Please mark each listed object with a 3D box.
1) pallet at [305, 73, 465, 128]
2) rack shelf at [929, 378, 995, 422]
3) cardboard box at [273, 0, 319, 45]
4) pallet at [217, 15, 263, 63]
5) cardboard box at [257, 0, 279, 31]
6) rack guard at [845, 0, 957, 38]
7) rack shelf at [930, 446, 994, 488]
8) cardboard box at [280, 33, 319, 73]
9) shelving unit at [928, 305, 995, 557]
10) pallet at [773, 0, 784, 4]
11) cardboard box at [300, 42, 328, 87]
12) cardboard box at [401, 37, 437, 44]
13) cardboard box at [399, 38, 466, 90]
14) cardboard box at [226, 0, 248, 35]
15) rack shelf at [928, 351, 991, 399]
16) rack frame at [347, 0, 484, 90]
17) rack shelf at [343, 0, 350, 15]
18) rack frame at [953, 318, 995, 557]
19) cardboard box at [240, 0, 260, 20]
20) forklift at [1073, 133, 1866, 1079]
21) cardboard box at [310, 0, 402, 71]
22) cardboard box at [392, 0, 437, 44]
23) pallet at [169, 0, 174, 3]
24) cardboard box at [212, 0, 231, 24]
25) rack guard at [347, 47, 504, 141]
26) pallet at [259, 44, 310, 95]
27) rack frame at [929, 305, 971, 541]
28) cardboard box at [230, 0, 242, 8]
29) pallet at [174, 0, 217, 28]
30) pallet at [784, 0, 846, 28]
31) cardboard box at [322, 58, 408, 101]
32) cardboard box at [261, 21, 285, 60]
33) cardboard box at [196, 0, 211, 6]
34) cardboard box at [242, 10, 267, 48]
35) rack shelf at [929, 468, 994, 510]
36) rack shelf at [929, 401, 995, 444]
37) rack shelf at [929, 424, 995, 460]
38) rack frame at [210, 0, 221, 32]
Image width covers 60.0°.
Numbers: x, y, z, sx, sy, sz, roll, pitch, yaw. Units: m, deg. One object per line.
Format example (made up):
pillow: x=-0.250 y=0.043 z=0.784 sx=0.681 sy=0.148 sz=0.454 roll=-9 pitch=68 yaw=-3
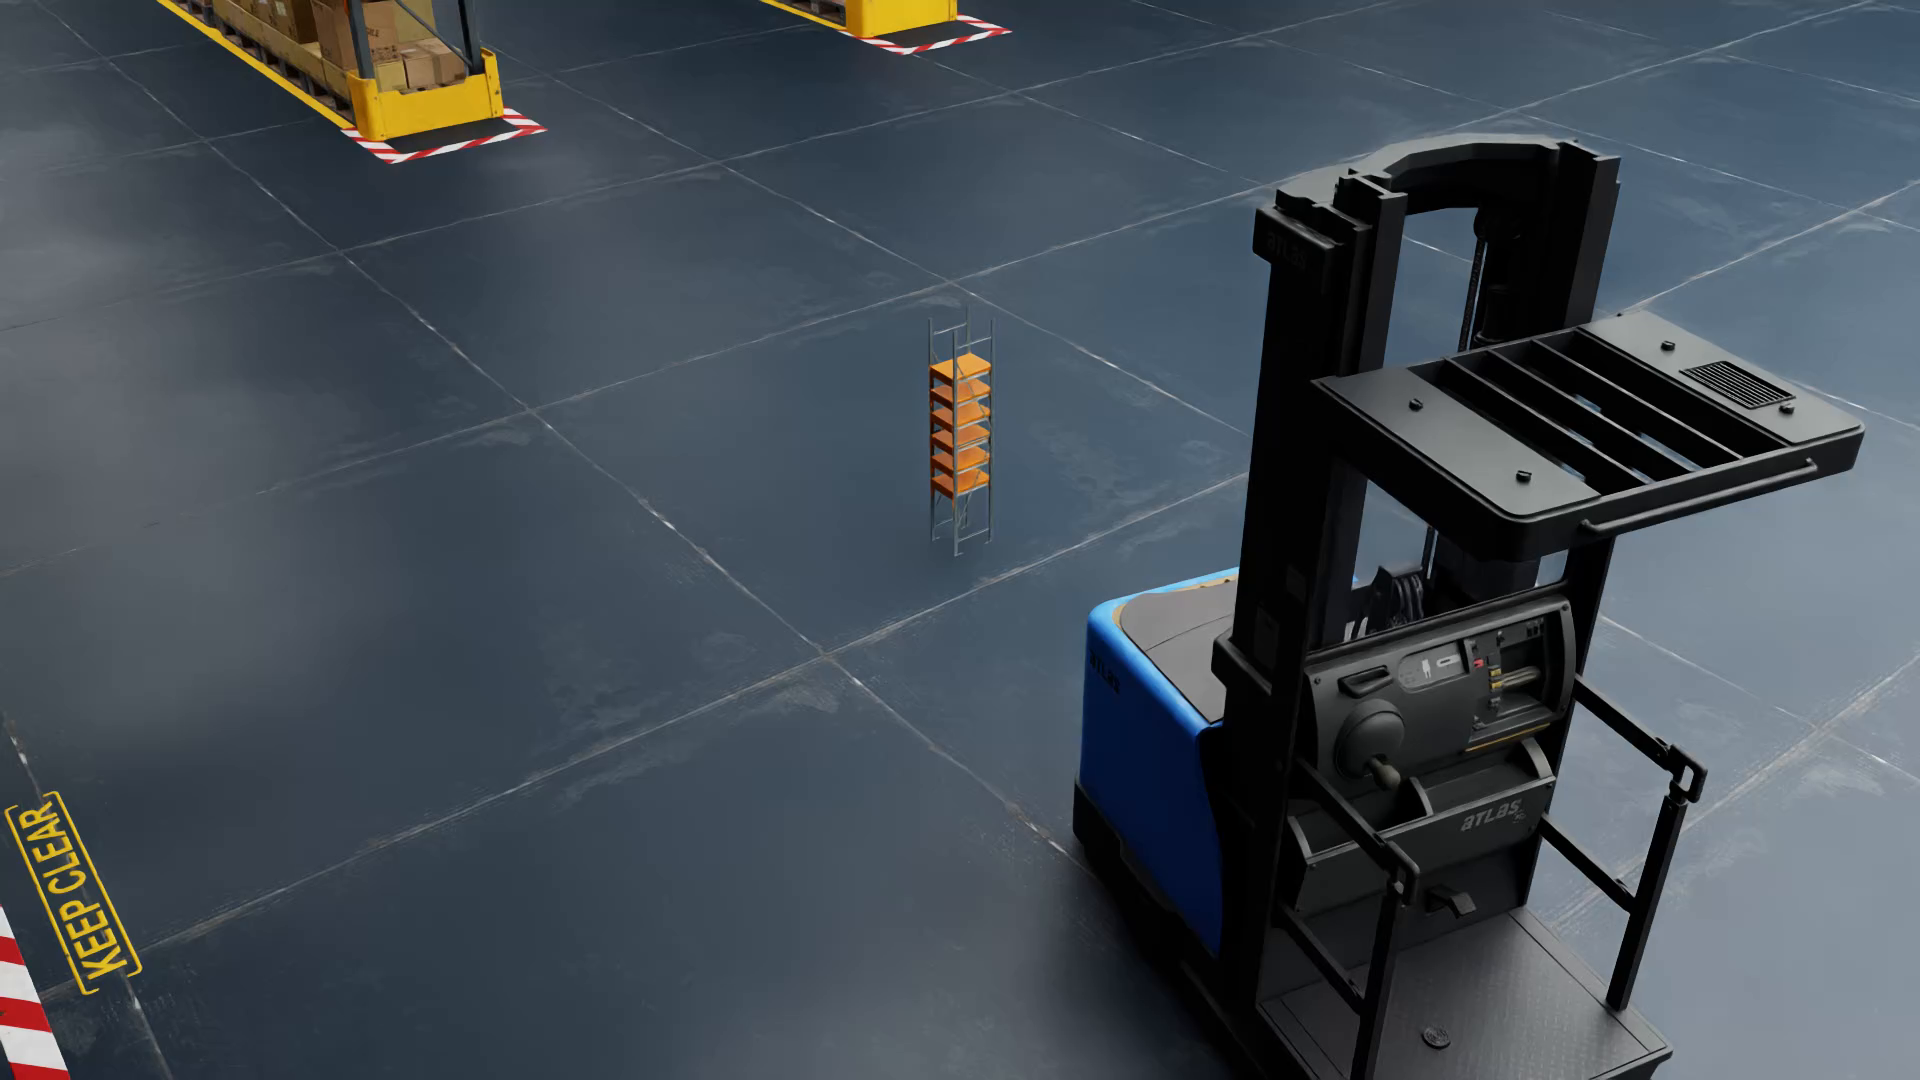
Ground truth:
pallet: x=-4.905 y=-3.871 z=14.283 sx=1.003 sy=0.211 sz=1.213 roll=-22 pitch=38 yaw=-31
rack shelf: x=0.009 y=-0.670 z=7.821 sx=0.258 sy=0.103 sz=0.180 roll=-22 pitch=38 yaw=-31
cardboard box: x=-5.591 y=-4.619 z=14.341 sx=0.500 sy=0.500 sz=0.500 roll=-22 pitch=38 yaw=-31
pallet: x=-6.401 y=-4.888 z=15.920 sx=1.003 sy=0.211 sz=1.213 roll=-22 pitch=38 yaw=-31
cardboard box: x=-5.897 y=-4.827 z=14.677 sx=0.500 sy=0.500 sz=0.500 roll=-22 pitch=38 yaw=-31
rack guard: x=-0.572 y=-5.306 z=16.319 sx=1.175 sy=0.500 sz=0.348 roll=-22 pitch=38 yaw=-31
rack shelf: x=0.009 y=-0.364 z=8.010 sx=0.258 sy=0.103 sz=0.180 roll=-22 pitch=38 yaw=-31
cardboard box: x=-5.589 y=-4.301 z=14.540 sx=0.500 sy=0.250 sz=0.500 roll=-22 pitch=38 yaw=-31
shelving unit: x=0.009 y=-0.504 z=7.924 sx=0.258 sy=1.200 sz=0.189 roll=-22 pitch=38 yaw=-31
pallet: x=-1.809 y=-6.032 z=17.762 sx=1.003 sy=0.211 sz=1.213 roll=-22 pitch=38 yaw=-31
cardboard box: x=-5.281 y=-4.093 z=14.205 sx=0.500 sy=0.250 sz=0.500 roll=-22 pitch=38 yaw=-31
cardboard box: x=-4.865 y=-4.263 z=14.480 sx=0.500 sy=0.250 sz=0.500 roll=-22 pitch=38 yaw=-31
cardboard box: x=-4.556 y=-4.056 z=14.146 sx=0.500 sy=0.250 sz=0.500 roll=-22 pitch=38 yaw=-31
cardboard box: x=-6.508 y=-4.926 z=15.547 sx=0.500 sy=0.250 sz=0.500 roll=-22 pitch=38 yaw=-31
rack shelf: x=0.009 y=-0.772 z=7.757 sx=0.258 sy=0.103 sz=0.180 roll=-22 pitch=38 yaw=-31
rack frame: x=-4.403 y=-4.750 z=13.056 sx=1.000 sy=3.000 sz=0.127 roll=-22 pitch=38 yaw=-31
rack shelf: x=-5.629 y=-5.278 z=14.587 sx=1.077 sy=0.370 sz=4.000 roll=-22 pitch=38 yaw=-31
rack frame: x=0.065 y=-0.466 z=7.862 sx=0.240 sy=1.200 sz=0.006 roll=-22 pitch=38 yaw=-31
cardboard box: x=-6.205 y=-5.035 z=15.011 sx=0.500 sy=0.500 sz=0.500 roll=-22 pitch=38 yaw=-31
forklift: x=1.498 y=0.500 z=4.667 sx=1.130 sy=2.935 sz=3.031 roll=-13 pitch=34 yaw=-21
cardboard box: x=-4.967 y=-4.207 z=13.677 sx=0.500 sy=0.500 sz=0.500 roll=-22 pitch=38 yaw=-31
cardboard box: x=-4.864 y=-4.583 z=14.283 sx=0.500 sy=0.500 sz=0.500 roll=-22 pitch=38 yaw=-31
pallet: x=-8.091 y=-6.036 z=17.769 sx=1.003 sy=0.211 sz=1.213 roll=-22 pitch=38 yaw=-31
cardboard box: x=-6.811 y=-5.136 z=15.885 sx=0.500 sy=0.250 sz=0.500 roll=-22 pitch=38 yaw=-31
rack guard: x=-4.388 y=-3.679 z=13.699 sx=1.175 sy=0.500 sz=0.348 roll=-22 pitch=38 yaw=-31
pallet: x=-5.649 y=-4.379 z=15.101 sx=1.003 sy=0.211 sz=1.213 roll=-22 pitch=38 yaw=-31
rack frame: x=-0.047 y=-0.542 z=7.985 sx=0.240 sy=1.200 sz=0.006 roll=-22 pitch=38 yaw=-31
cardboard box: x=-6.506 y=-5.246 z=15.351 sx=0.500 sy=0.500 sz=0.500 roll=-22 pitch=38 yaw=-31
pallet: x=-7.338 y=-5.527 z=16.949 sx=1.003 sy=0.211 sz=1.213 roll=-22 pitch=38 yaw=-31
pallet: x=-1.065 y=-5.524 z=16.943 sx=1.003 sy=0.211 sz=1.213 roll=-22 pitch=38 yaw=-31
cardboard box: x=-4.965 y=-3.889 z=13.876 sx=0.500 sy=0.250 sz=0.500 roll=-22 pitch=38 yaw=-31
cardboard box: x=-5.894 y=-4.510 z=14.876 sx=0.500 sy=0.250 sz=0.500 roll=-22 pitch=38 yaw=-31
cardboard box: x=-7.339 y=-5.507 z=16.482 sx=0.500 sy=0.250 sz=0.500 roll=-23 pitch=38 yaw=-32
cardboard box: x=-6.206 y=-4.716 z=15.209 sx=0.500 sy=0.250 sz=0.500 roll=-22 pitch=38 yaw=-31
rack shelf: x=0.009 y=-0.262 z=8.074 sx=0.258 sy=0.103 sz=0.180 roll=-22 pitch=38 yaw=-31
rack shelf: x=0.009 y=-0.568 z=7.884 sx=0.258 sy=0.103 sz=0.180 roll=-22 pitch=38 yaw=-31
rack shelf: x=0.009 y=-0.466 z=7.947 sx=0.258 sy=0.103 sz=0.180 roll=-22 pitch=38 yaw=-31
rack frame: x=-6.856 y=-6.417 z=15.740 sx=1.000 sy=3.000 sz=0.127 roll=-22 pitch=38 yaw=-31
